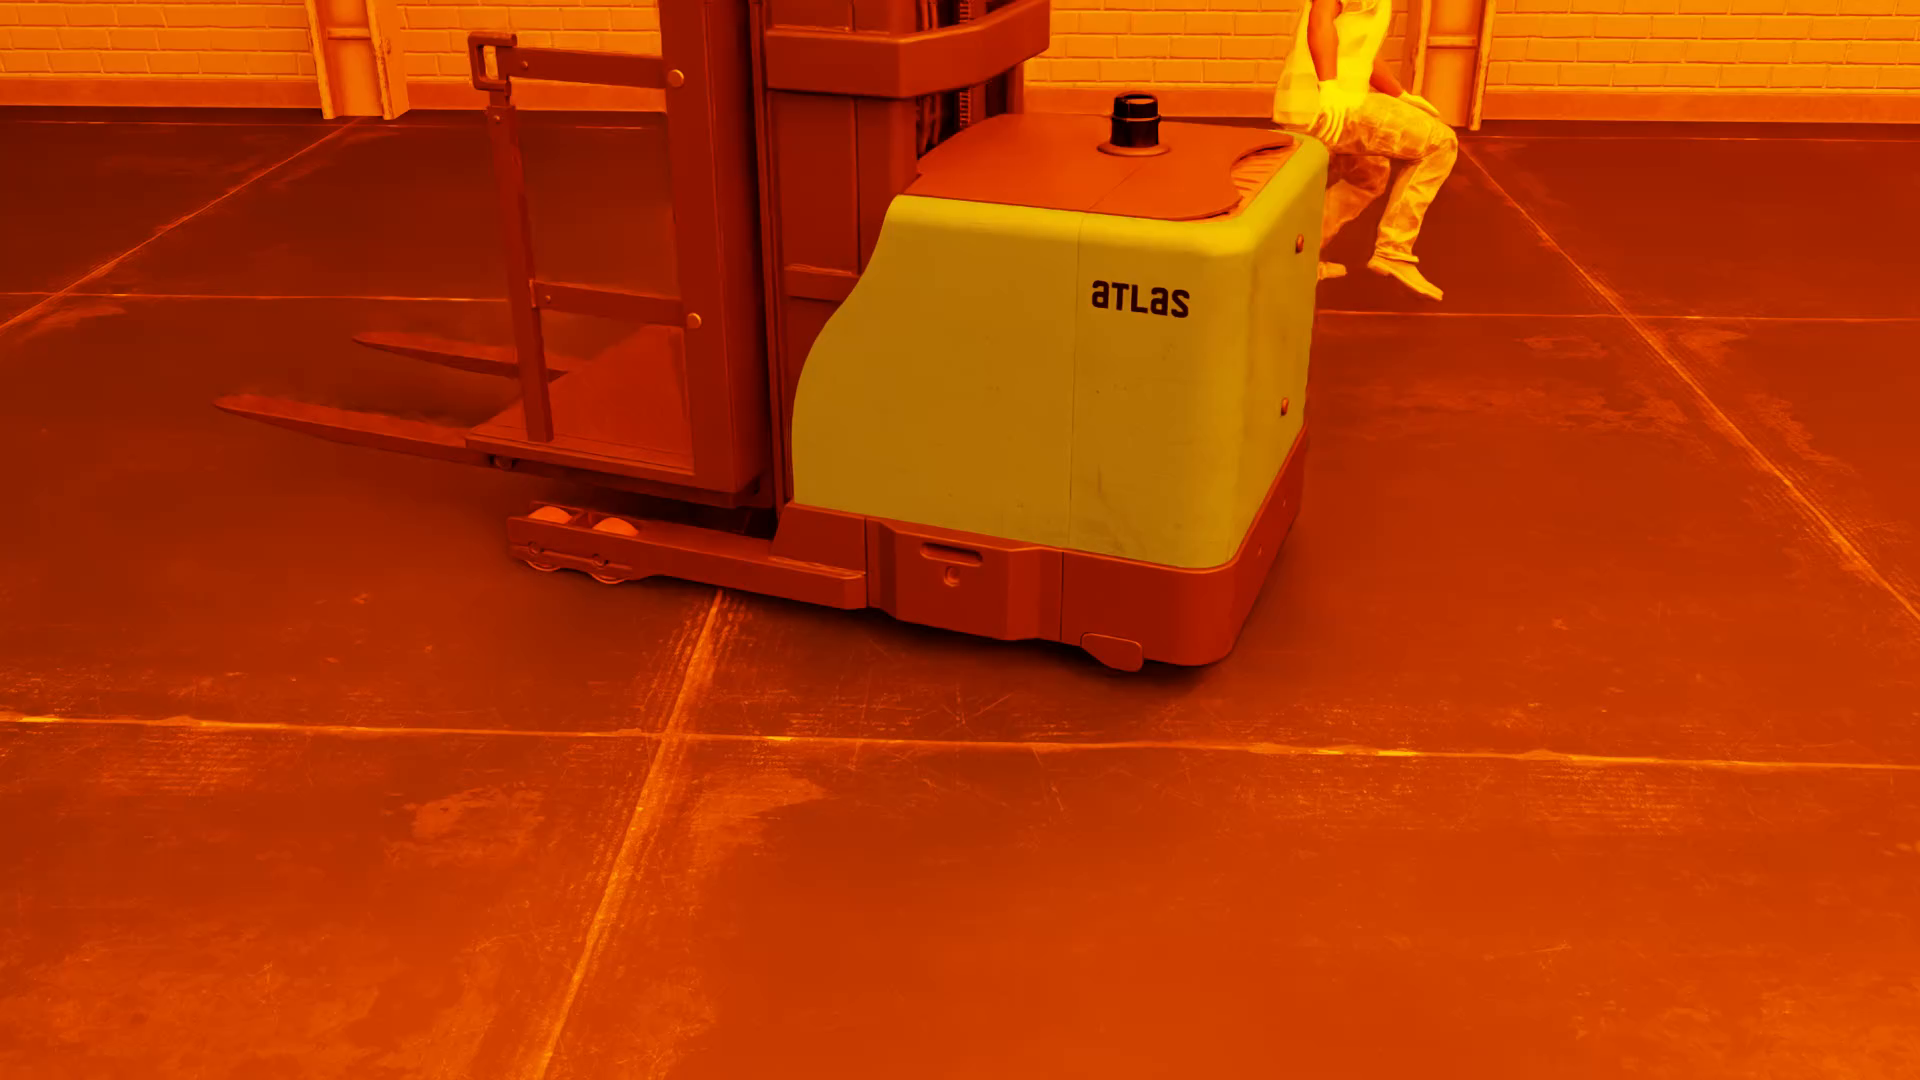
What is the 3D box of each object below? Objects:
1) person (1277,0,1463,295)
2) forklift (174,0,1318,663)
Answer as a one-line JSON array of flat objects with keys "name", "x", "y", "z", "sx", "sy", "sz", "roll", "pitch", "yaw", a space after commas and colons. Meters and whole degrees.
[{"name": "person", "x": 1.557, "y": -1.658, "z": 6.161, "sx": 0.781, "sy": 1.557, "sz": 0.802, "roll": -2, "pitch": 26, "yaw": -4}, {"name": "forklift", "x": -0.656, "y": -1.384, "z": 4.014, "sx": 3.031, "sy": 2.935, "sz": 1.130, "roll": 7, "pitch": 27, "yaw": 14}]
